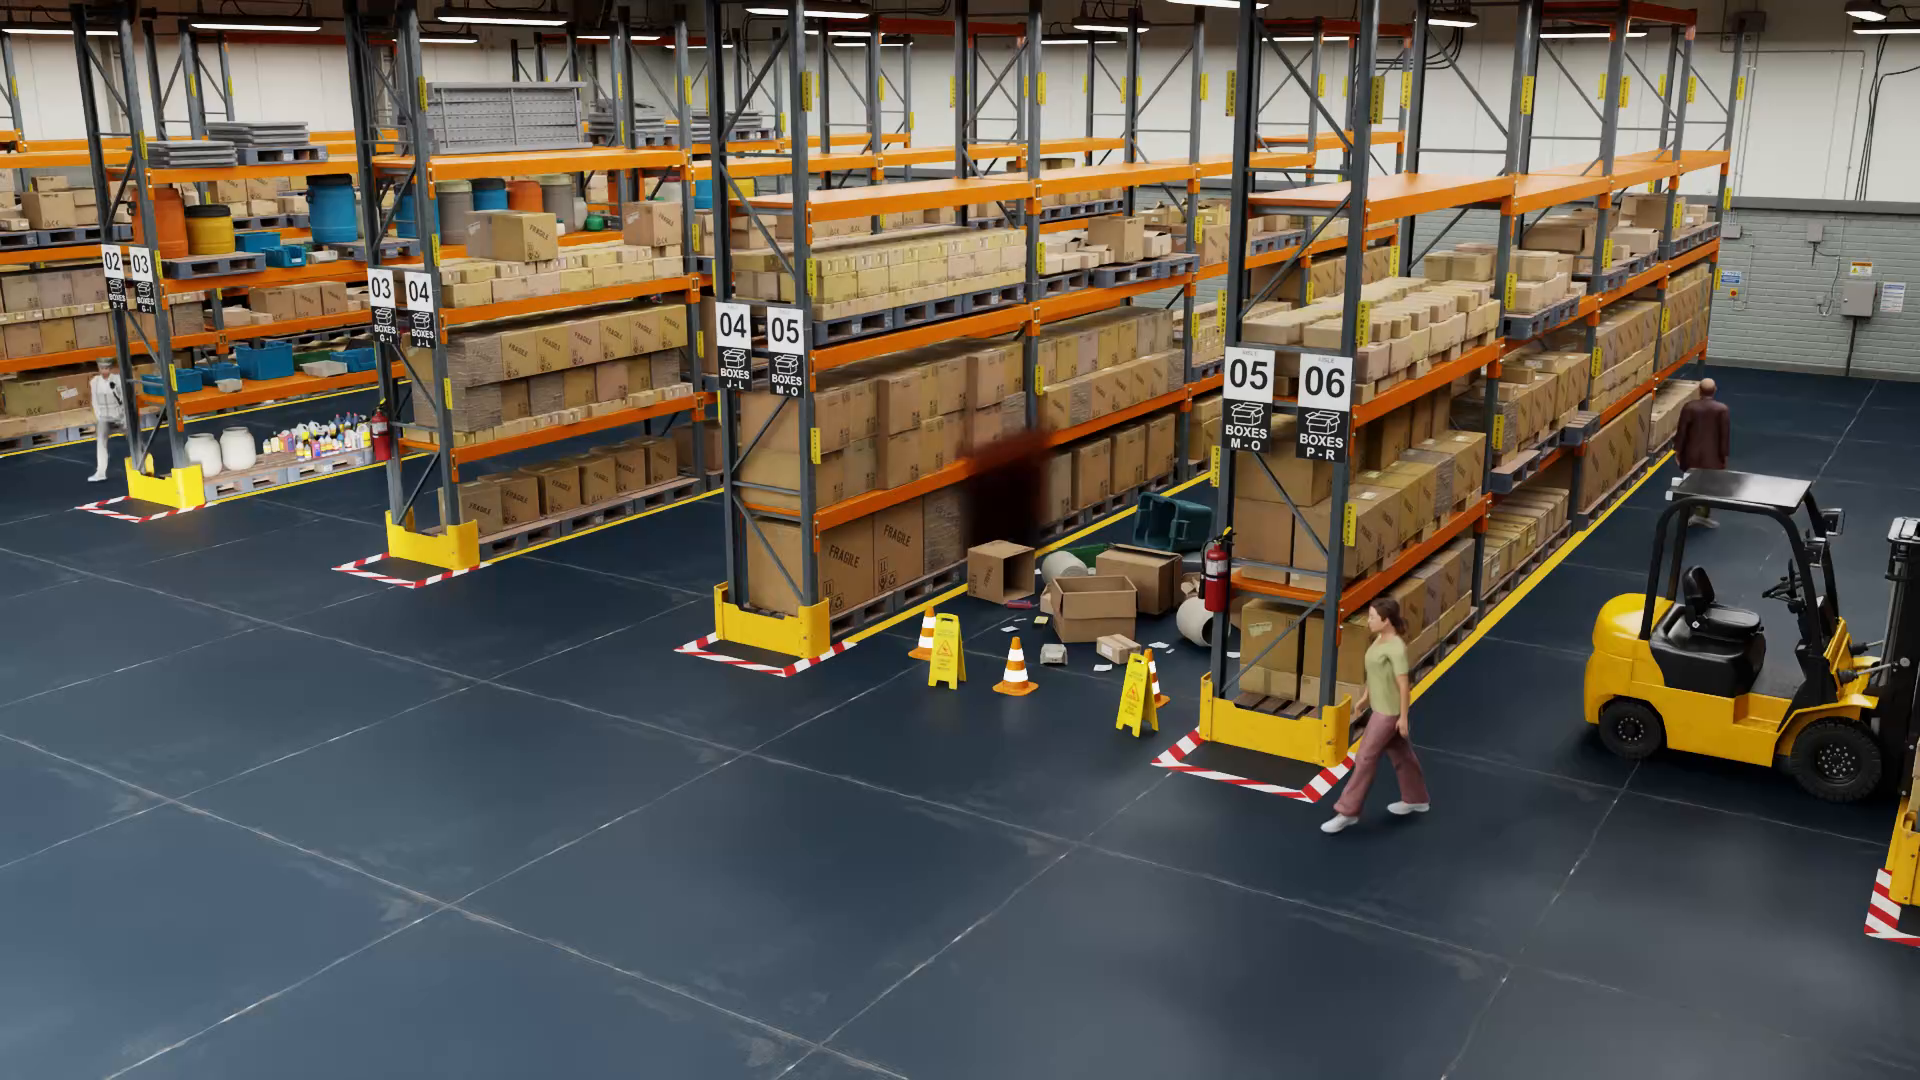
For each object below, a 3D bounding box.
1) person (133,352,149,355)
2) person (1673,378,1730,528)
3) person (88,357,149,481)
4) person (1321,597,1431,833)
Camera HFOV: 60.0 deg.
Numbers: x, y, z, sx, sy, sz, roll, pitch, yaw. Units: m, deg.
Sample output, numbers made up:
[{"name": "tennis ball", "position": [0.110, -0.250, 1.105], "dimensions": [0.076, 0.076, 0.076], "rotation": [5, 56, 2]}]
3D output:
[{"name": "person", "position": [-13.415, -3.166, 27.378], "dimensions": [0.659, 1.744, 0.657], "rotation": [6, 17, 21]}, {"name": "person", "position": [8.735, -1.023, 19.608], "dimensions": [0.617, 1.775, 0.582], "rotation": [9, 18, 29]}, {"name": "person", "position": [-11.240, -1.651, 22.072], "dimensions": [0.554, 1.599, 1.081], "rotation": [2, 16, 6]}, {"name": "person", "position": [2.975, 1.208, 11.770], "dimensions": [0.854, 1.653, 0.490], "rotation": [0, 16, -1]}]
